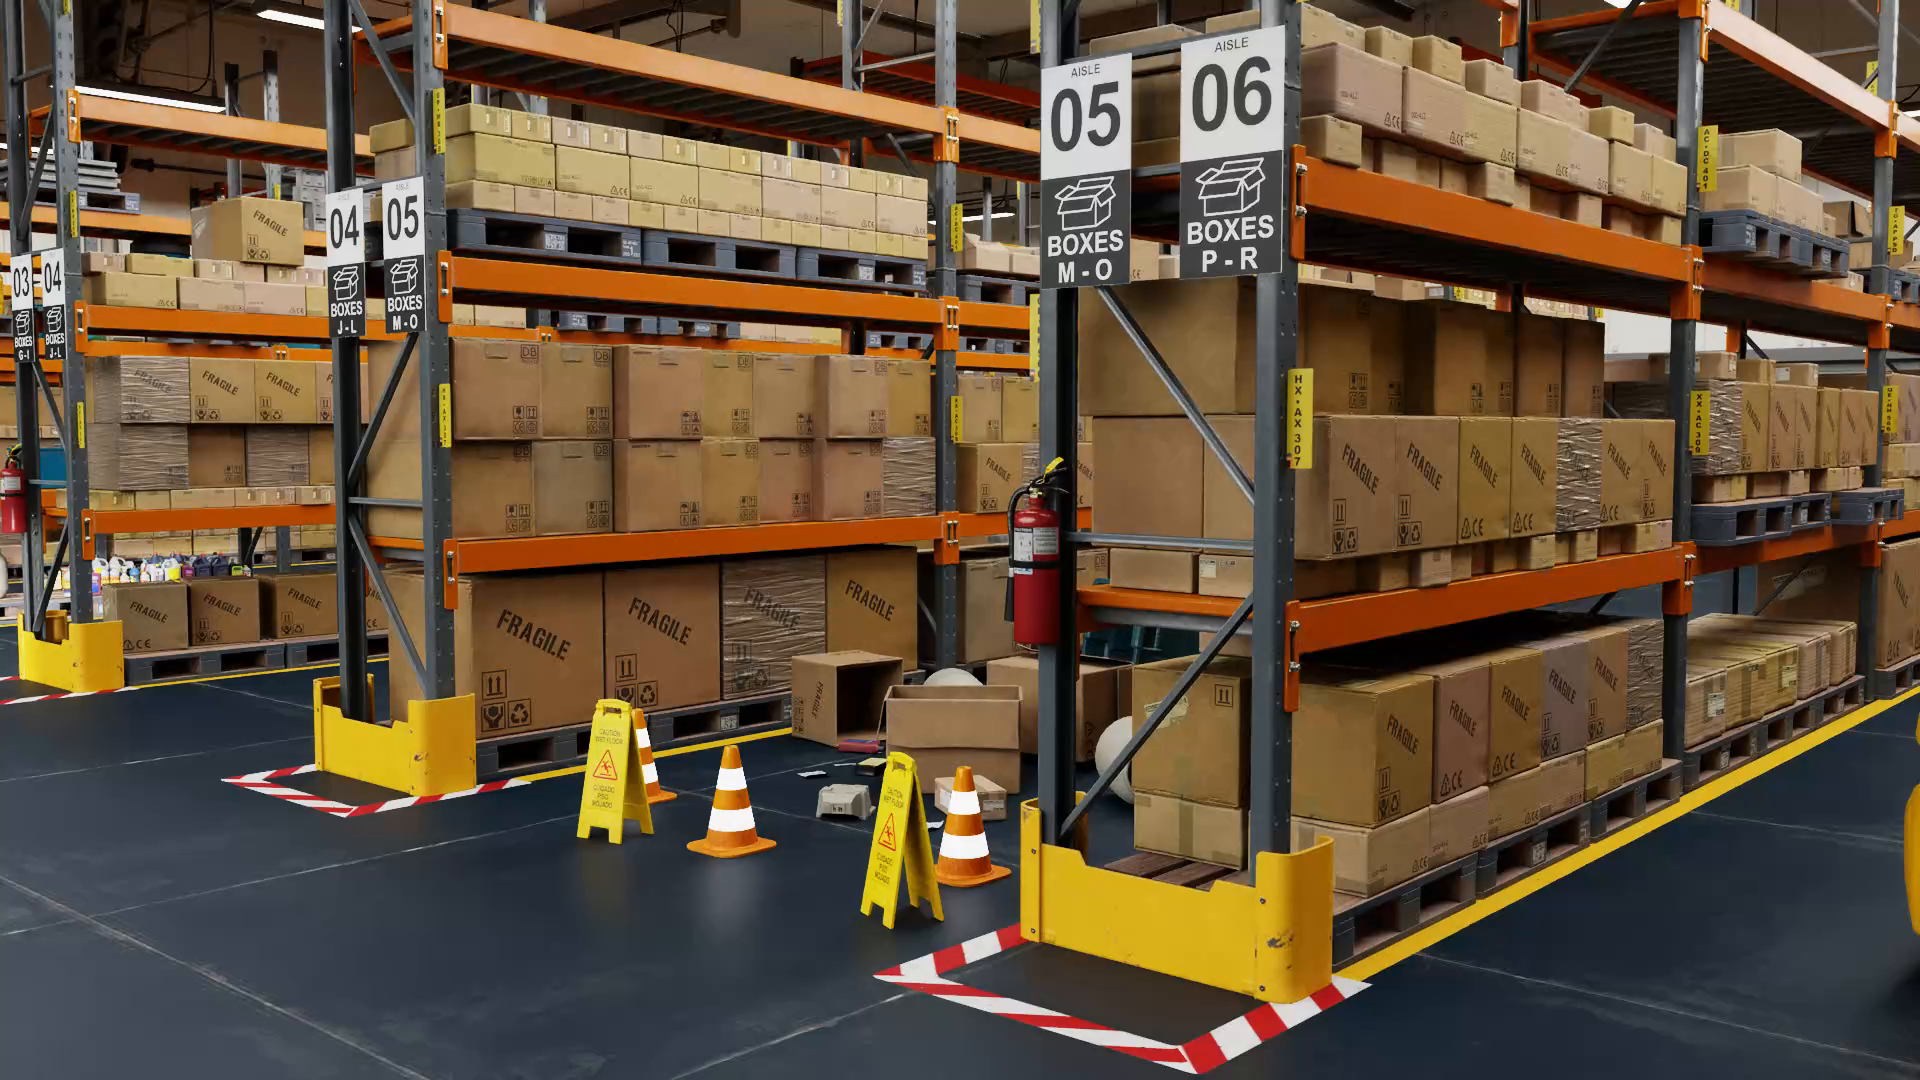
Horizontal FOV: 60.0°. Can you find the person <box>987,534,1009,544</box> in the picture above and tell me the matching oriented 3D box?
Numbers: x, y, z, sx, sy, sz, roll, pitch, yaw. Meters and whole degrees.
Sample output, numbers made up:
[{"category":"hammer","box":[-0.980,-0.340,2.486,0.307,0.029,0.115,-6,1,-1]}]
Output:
[{"category":"person","box":[0.508,-0.099,18.169,0.438,1.602,0.471,3,5,41]}]
